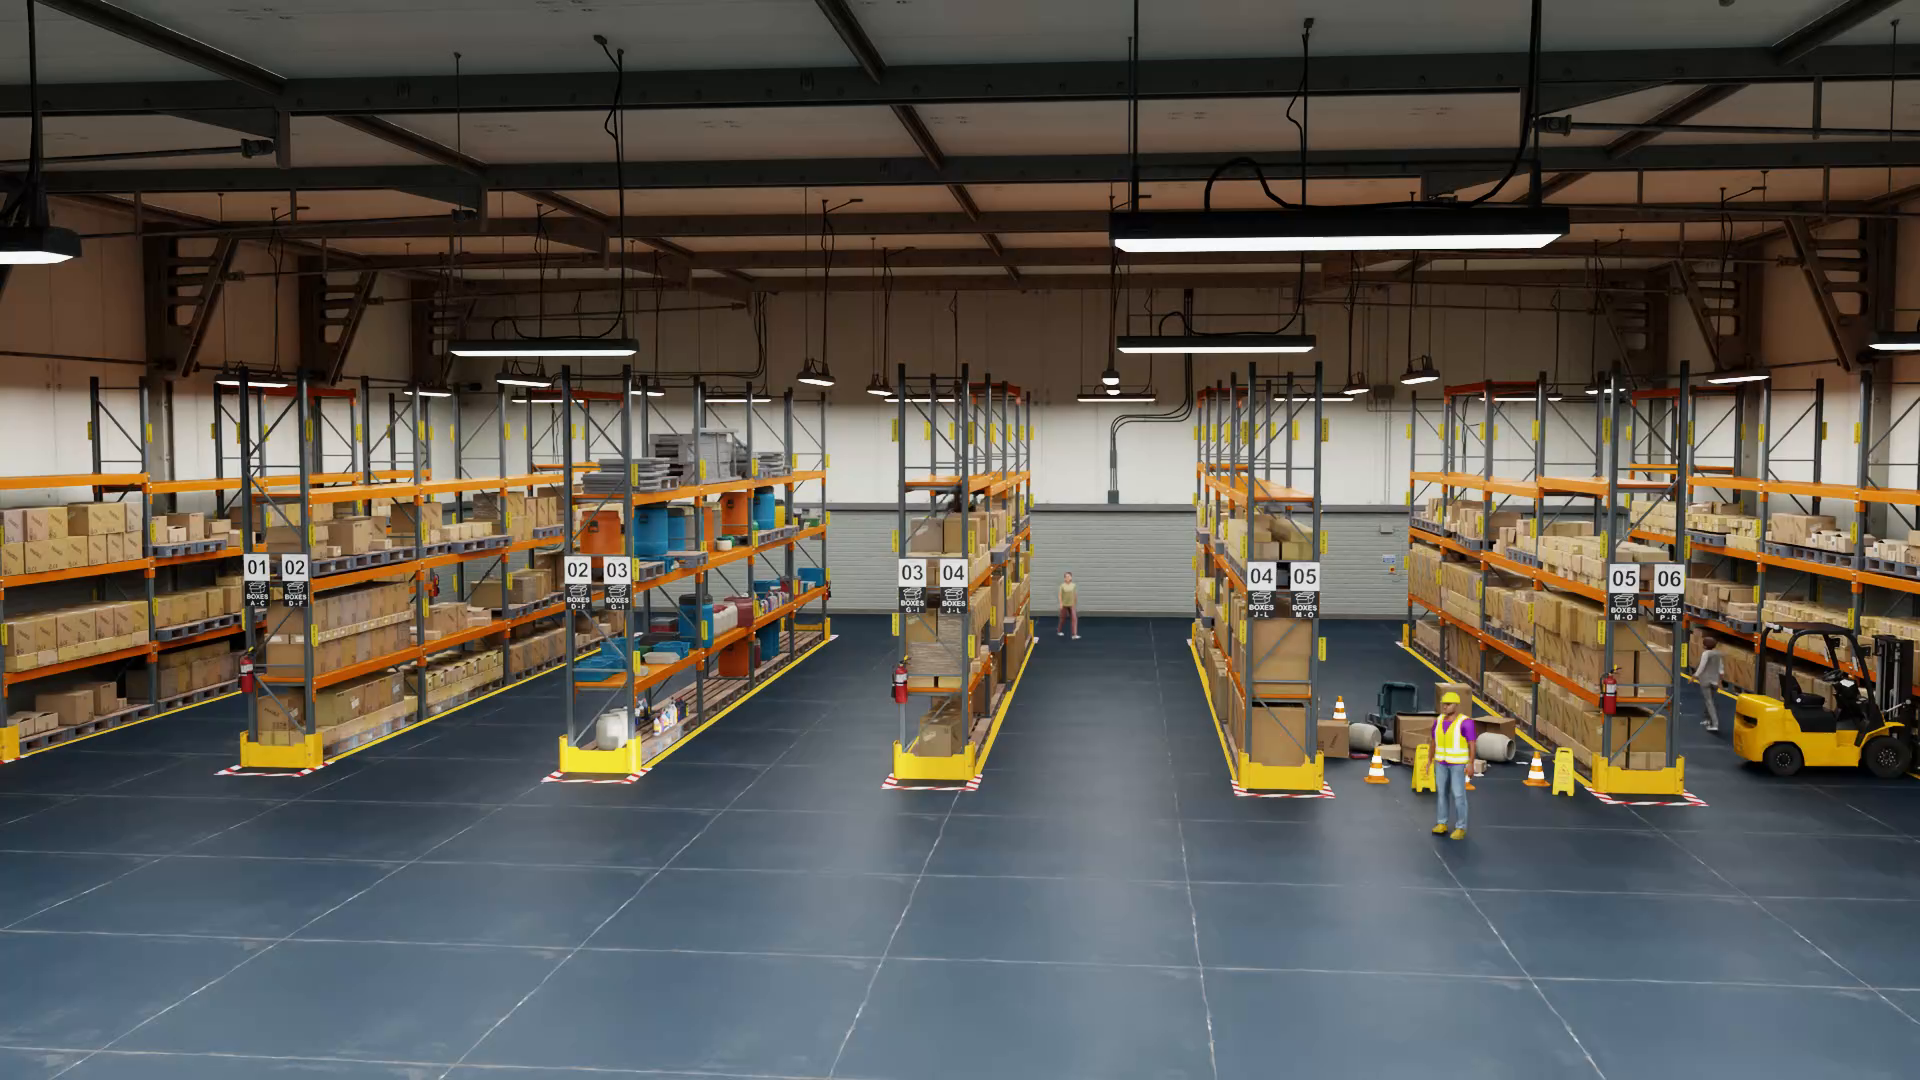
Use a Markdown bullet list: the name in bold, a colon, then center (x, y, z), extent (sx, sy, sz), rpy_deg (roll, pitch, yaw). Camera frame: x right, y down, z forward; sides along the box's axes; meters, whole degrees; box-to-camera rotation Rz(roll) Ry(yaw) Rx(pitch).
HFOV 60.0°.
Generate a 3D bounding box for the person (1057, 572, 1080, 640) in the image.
- **person**: center (2.640, 1.593, 40.462), extent (0.518, 1.625, 0.985), rpy_deg (-1, 4, -19)

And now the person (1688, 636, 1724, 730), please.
- **person**: center (12.596, 2.403, 28.053), extent (0.548, 1.556, 0.876), rpy_deg (0, 4, 1)

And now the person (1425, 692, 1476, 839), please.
- **person**: center (6.096, 2.788, 20.729), extent (0.410, 1.783, 0.606), rpy_deg (-3, 5, -40)

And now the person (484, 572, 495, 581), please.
- **person**: center (-10.948, 1.648, 38.712), extent (0.696, 1.827, 0.825), rpy_deg (1, 4, 9)
